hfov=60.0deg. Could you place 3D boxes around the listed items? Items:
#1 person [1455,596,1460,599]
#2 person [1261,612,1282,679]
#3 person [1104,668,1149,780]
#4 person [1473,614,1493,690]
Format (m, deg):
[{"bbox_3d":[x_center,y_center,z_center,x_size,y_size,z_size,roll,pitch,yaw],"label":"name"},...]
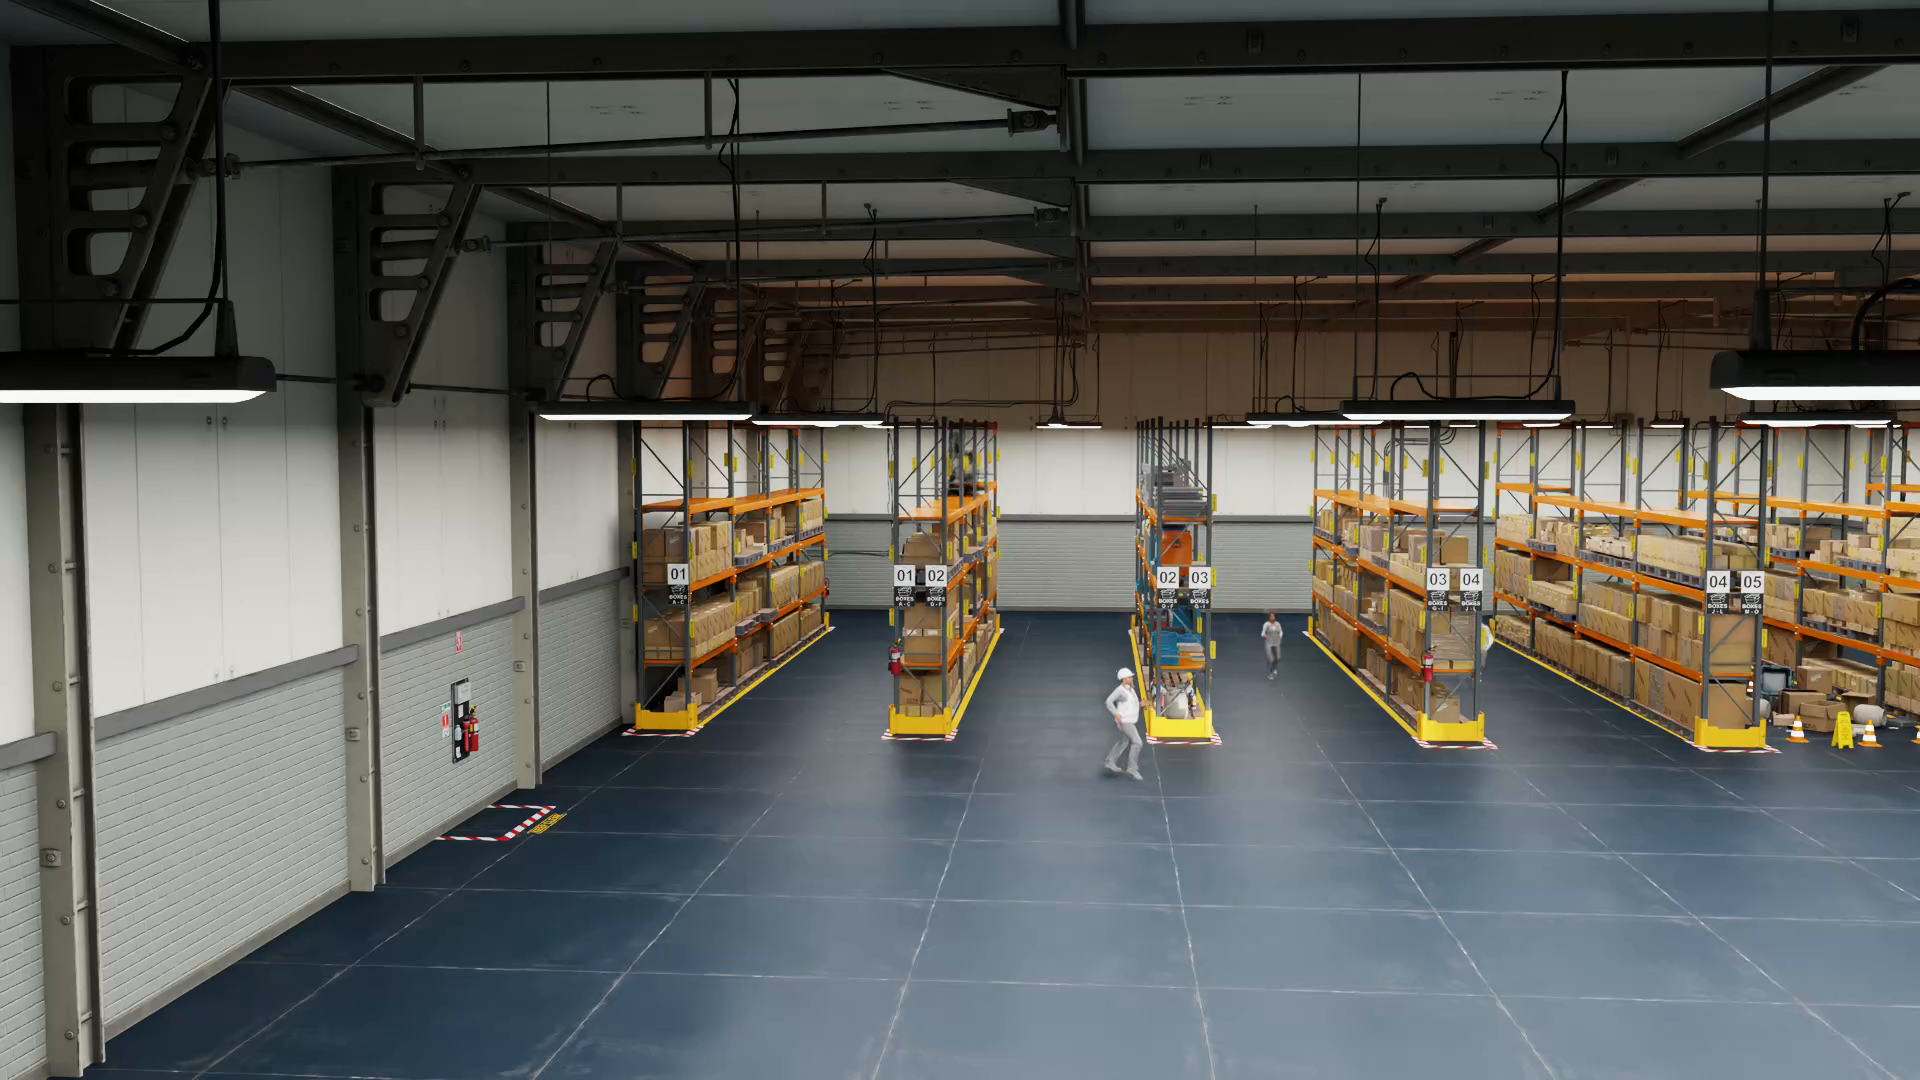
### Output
[{"bbox_3d":[13.531,1.944,45.195,0.565,1.701,0.682,0,4,7],"label":"person"},{"bbox_3d":[7.210,2.434,38.270,0.524,1.558,0.537,0,4,-3],"label":"person"},{"bbox_3d":[2.749,3.040,27.539,0.767,1.832,0.625,1,4,20],"label":"person"},{"bbox_3d":[11.572,2.466,37.096,0.618,1.705,0.713,0,4,6],"label":"person"}]
